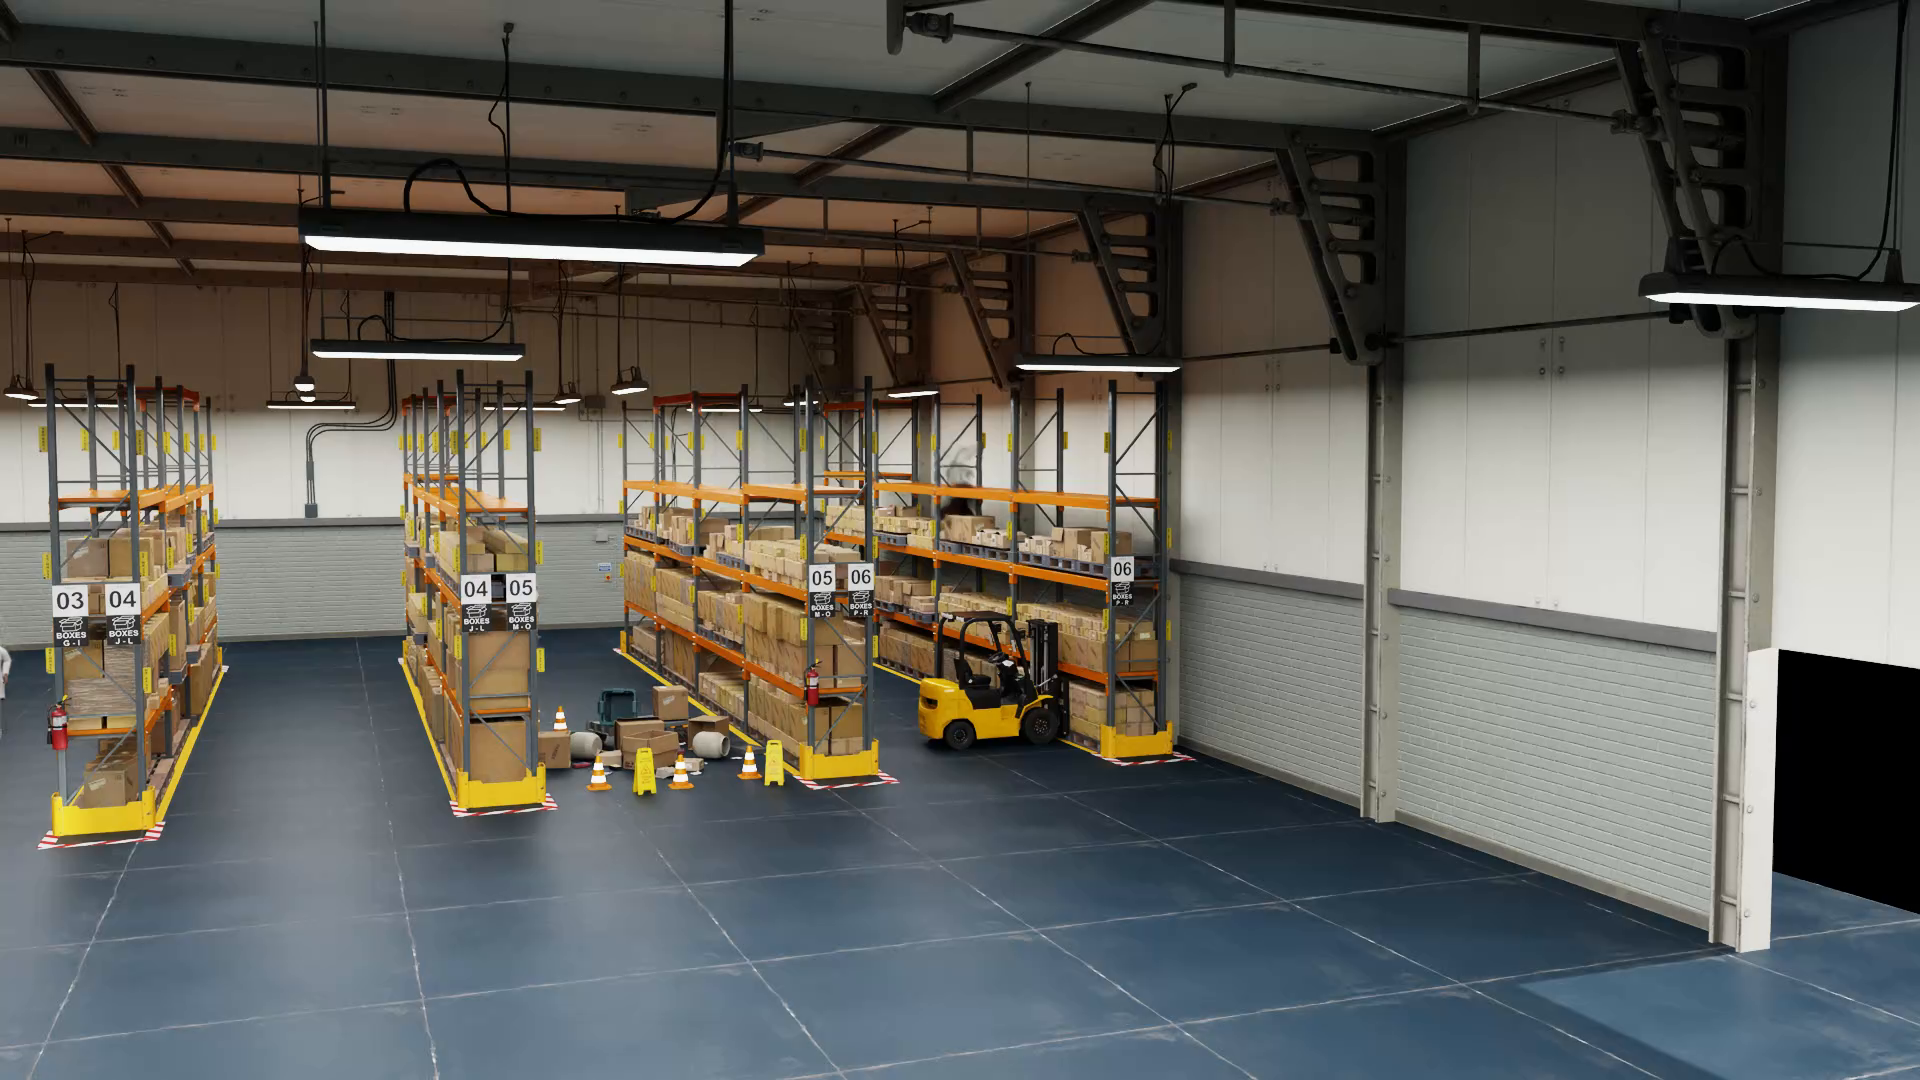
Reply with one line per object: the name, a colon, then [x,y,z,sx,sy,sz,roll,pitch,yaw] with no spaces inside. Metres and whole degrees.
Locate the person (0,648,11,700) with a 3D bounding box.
person: [-16.339,2.461,27.946,0.704,1.772,1.070,-2,4,-30]
